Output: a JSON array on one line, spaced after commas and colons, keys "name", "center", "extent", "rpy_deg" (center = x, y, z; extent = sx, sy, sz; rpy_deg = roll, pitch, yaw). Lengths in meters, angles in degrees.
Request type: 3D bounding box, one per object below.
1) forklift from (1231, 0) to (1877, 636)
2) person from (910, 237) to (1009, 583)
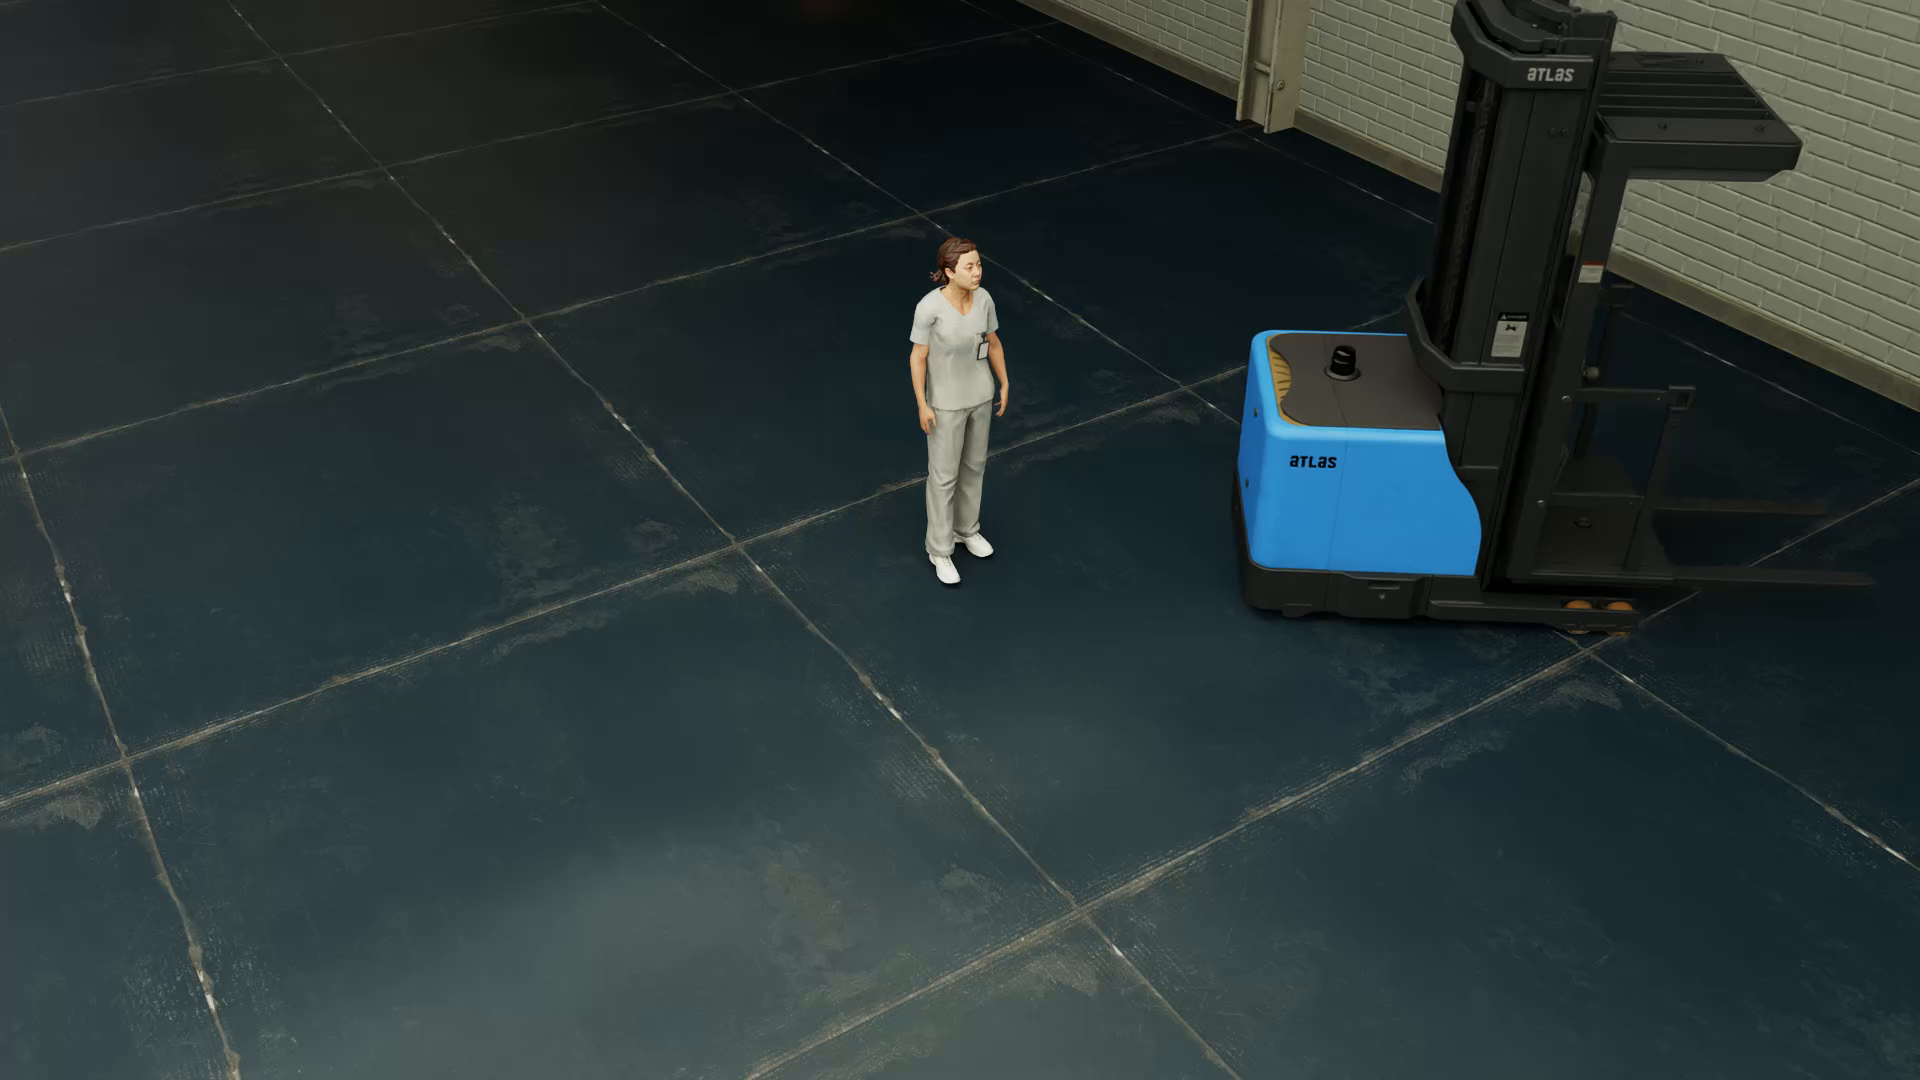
[{"name": "forklift", "center": [2.930, -1.052, 7.645], "extent": [3.031, 2.935, 1.130], "rpy_deg": [2, 35, 3]}, {"name": "person", "center": [0.029, -0.652, 8.155], "extent": [0.550, 1.675, 0.549], "rpy_deg": [-21, 40, -27]}]
